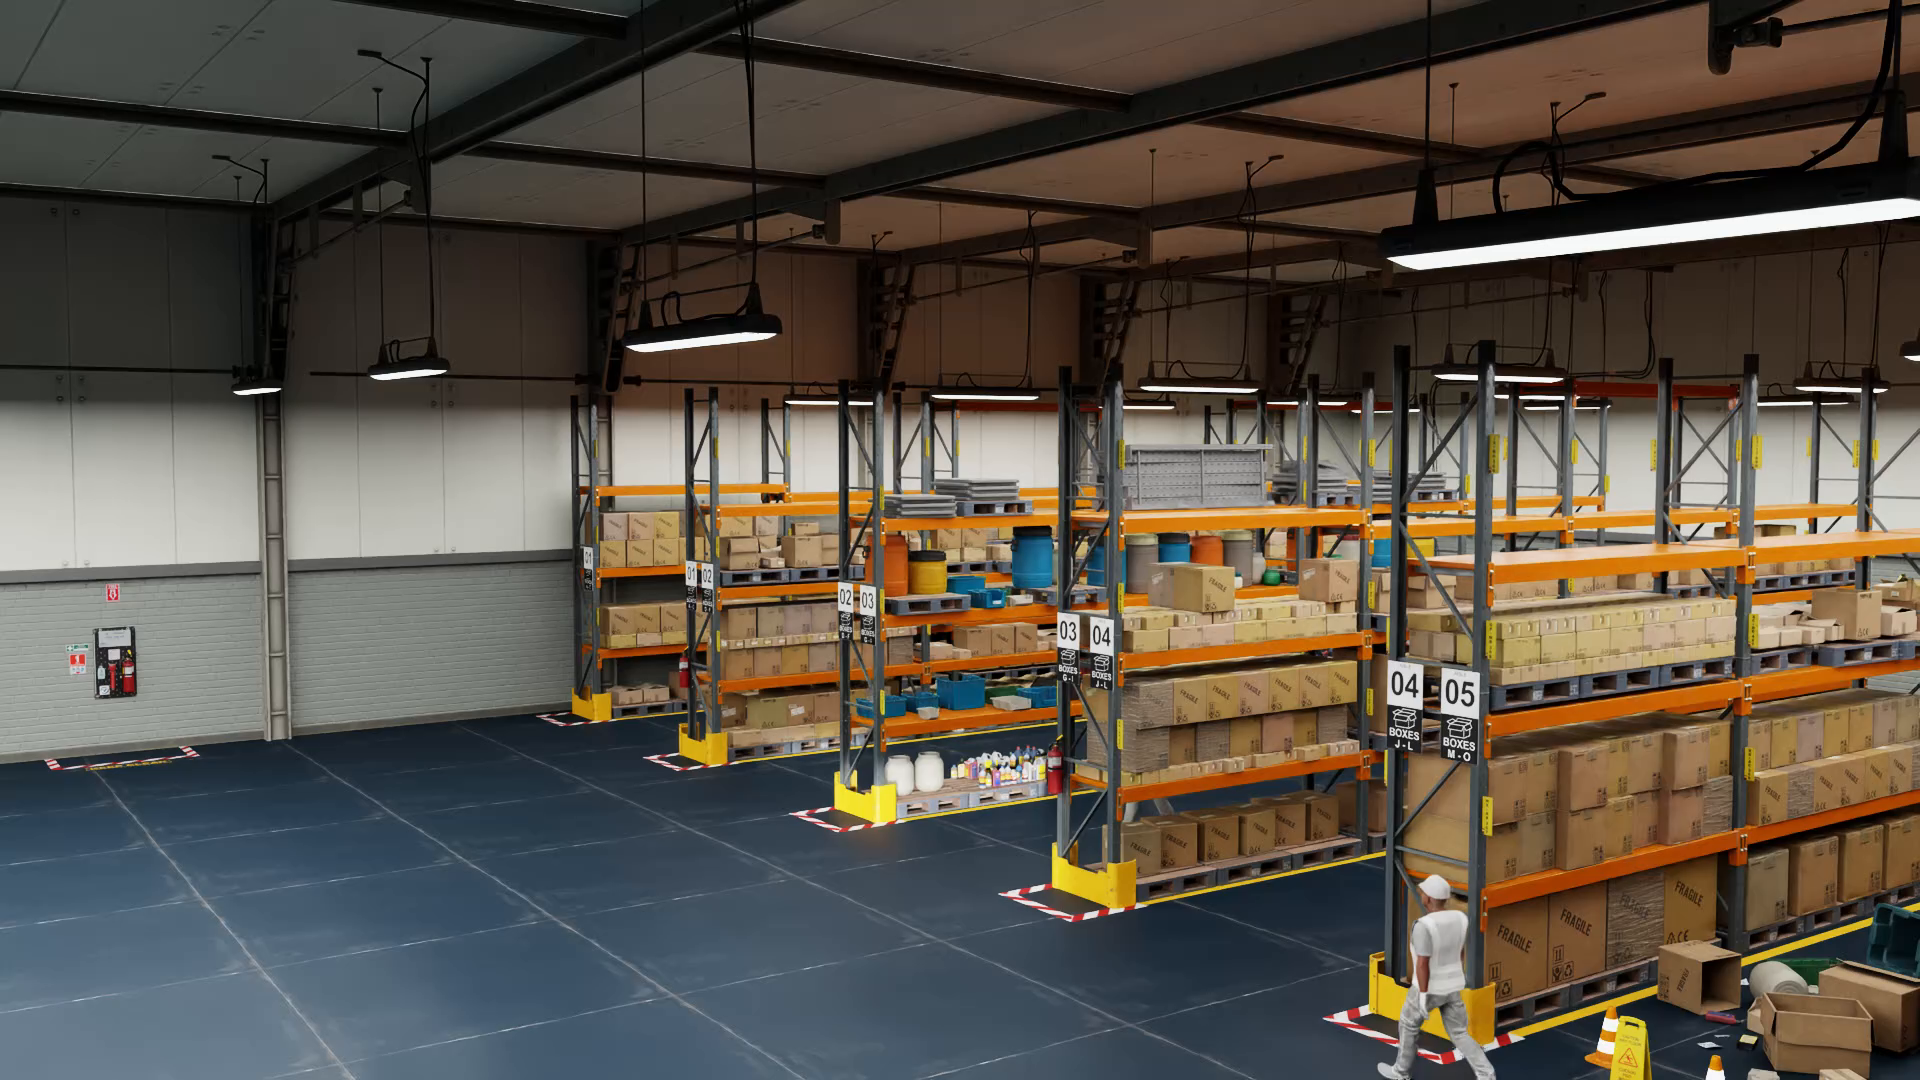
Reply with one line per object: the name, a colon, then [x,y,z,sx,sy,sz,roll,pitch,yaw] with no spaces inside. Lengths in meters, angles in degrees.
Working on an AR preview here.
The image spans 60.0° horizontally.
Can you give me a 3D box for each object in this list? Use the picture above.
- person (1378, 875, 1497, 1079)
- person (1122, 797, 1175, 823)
person: [3.755,3.504,13.050,0.555,1.743,1.065,-2,4,-32]
person: [2.388,3.045,21.466,0.940,1.607,0.501,-2,4,-25]
